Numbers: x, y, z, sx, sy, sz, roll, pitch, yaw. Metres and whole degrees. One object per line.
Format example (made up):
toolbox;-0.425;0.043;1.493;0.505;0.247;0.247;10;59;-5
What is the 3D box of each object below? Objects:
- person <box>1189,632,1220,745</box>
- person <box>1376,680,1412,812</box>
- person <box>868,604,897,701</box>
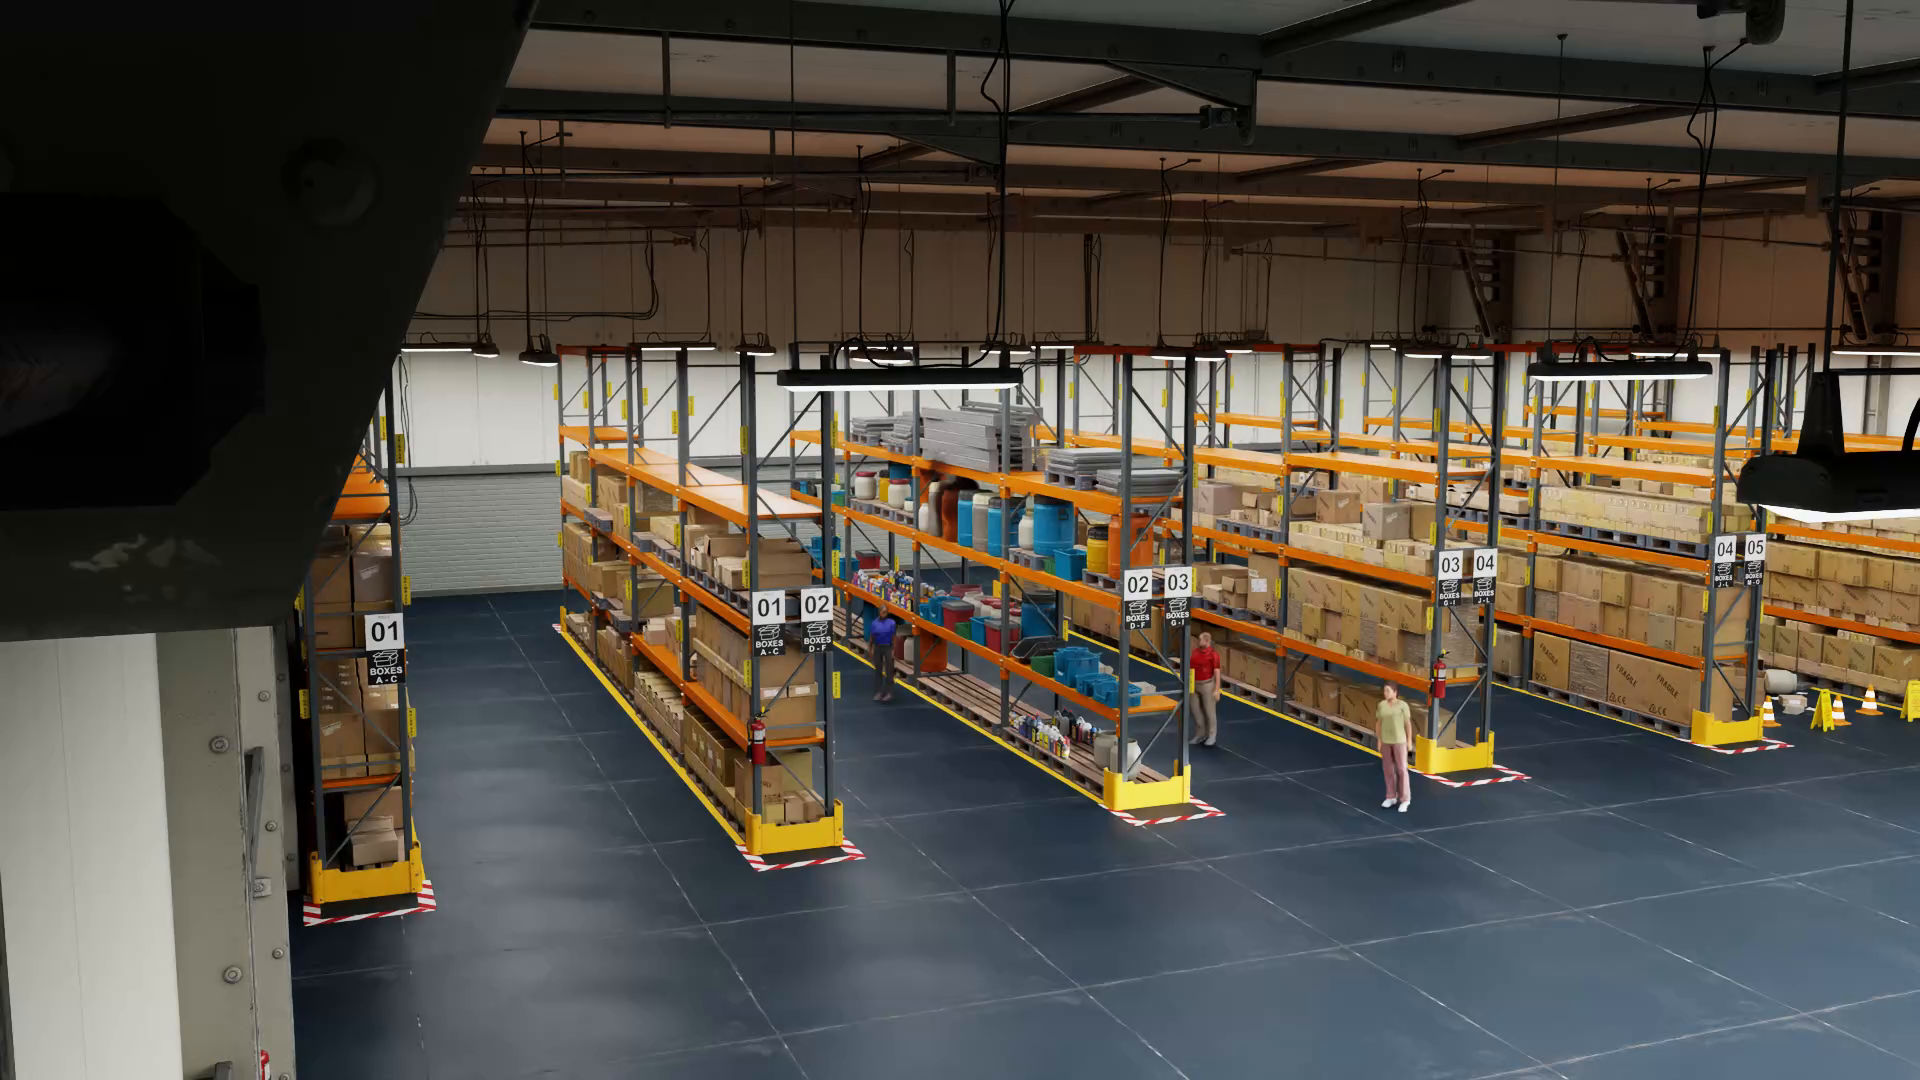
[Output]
person;3.713;2.278;25.327;0.400;1.766;0.645;-7;10;-44
person;5.743;2.718;22.080;0.519;1.714;0.392;5;9;37
person;-1.318;1.907;28.329;0.491;1.664;0.386;0;7;3
